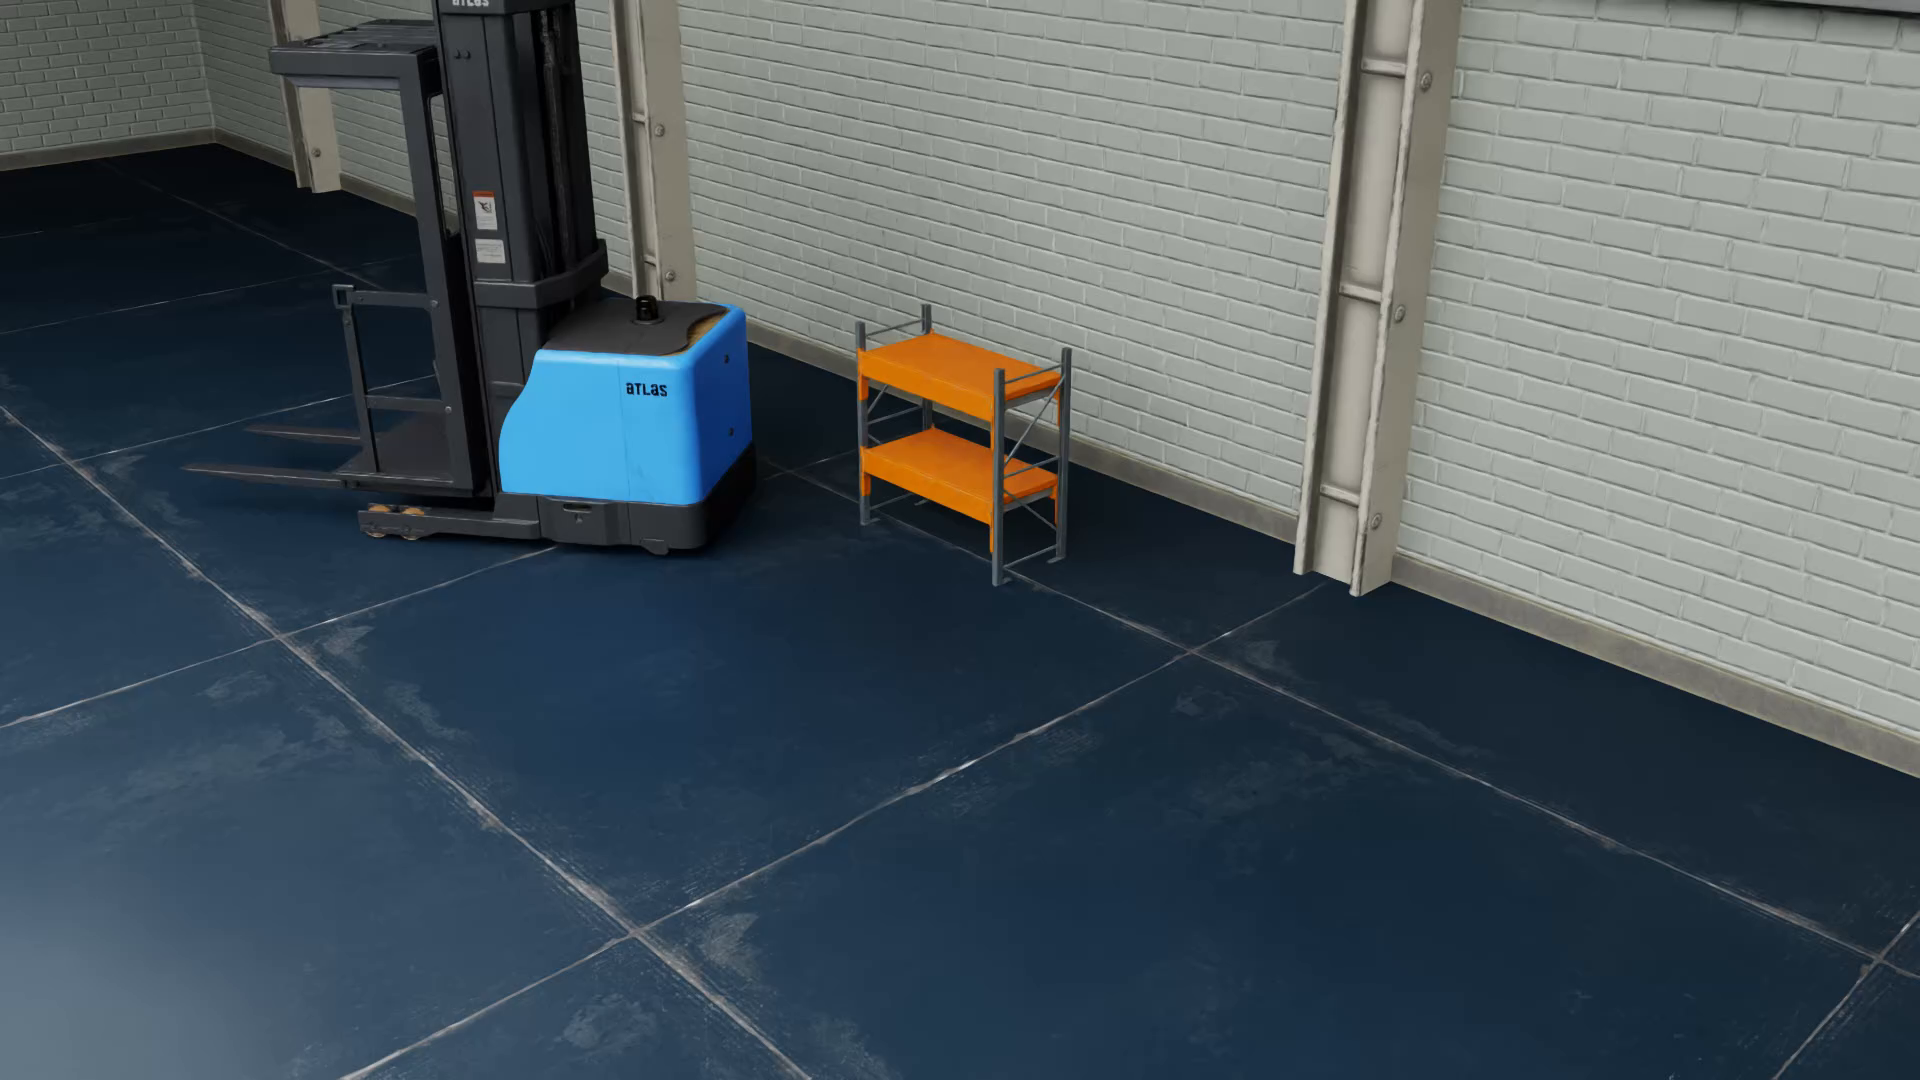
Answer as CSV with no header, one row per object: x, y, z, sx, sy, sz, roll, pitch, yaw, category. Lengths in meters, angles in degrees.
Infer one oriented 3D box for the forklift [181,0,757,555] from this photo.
-2.704,-1.543,8.600,3.031,2.935,1.130,4,25,10,forklift

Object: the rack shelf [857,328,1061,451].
0.005,-0.776,8.391,0.538,0.278,1.000,-21,32,-38,rack shelf

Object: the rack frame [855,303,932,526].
-0.343,-0.664,8.850,0.500,1.125,0.032,-21,32,-38,rack frame

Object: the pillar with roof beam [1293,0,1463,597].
-1.217,-2.696,3.818,9.100,9.000,0.400,-21,32,-38,pillar with roof beam

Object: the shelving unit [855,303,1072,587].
0.005,-0.510,8.512,0.538,1.125,1.048,-21,32,-38,shelving unit

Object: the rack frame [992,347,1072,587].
0.352,-0.356,8.174,0.500,1.125,0.032,-21,32,-38,rack frame

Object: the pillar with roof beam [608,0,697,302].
-5.318,-4.514,7.803,9.100,9.000,0.400,-21,32,-38,pillar with roof beam

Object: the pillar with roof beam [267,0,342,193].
-9.419,-6.332,11.787,9.100,9.000,0.400,-21,32,-38,pillar with roof beam

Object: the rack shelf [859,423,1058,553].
0.005,-0.287,8.614,0.538,0.278,1.000,-21,32,-38,rack shelf
